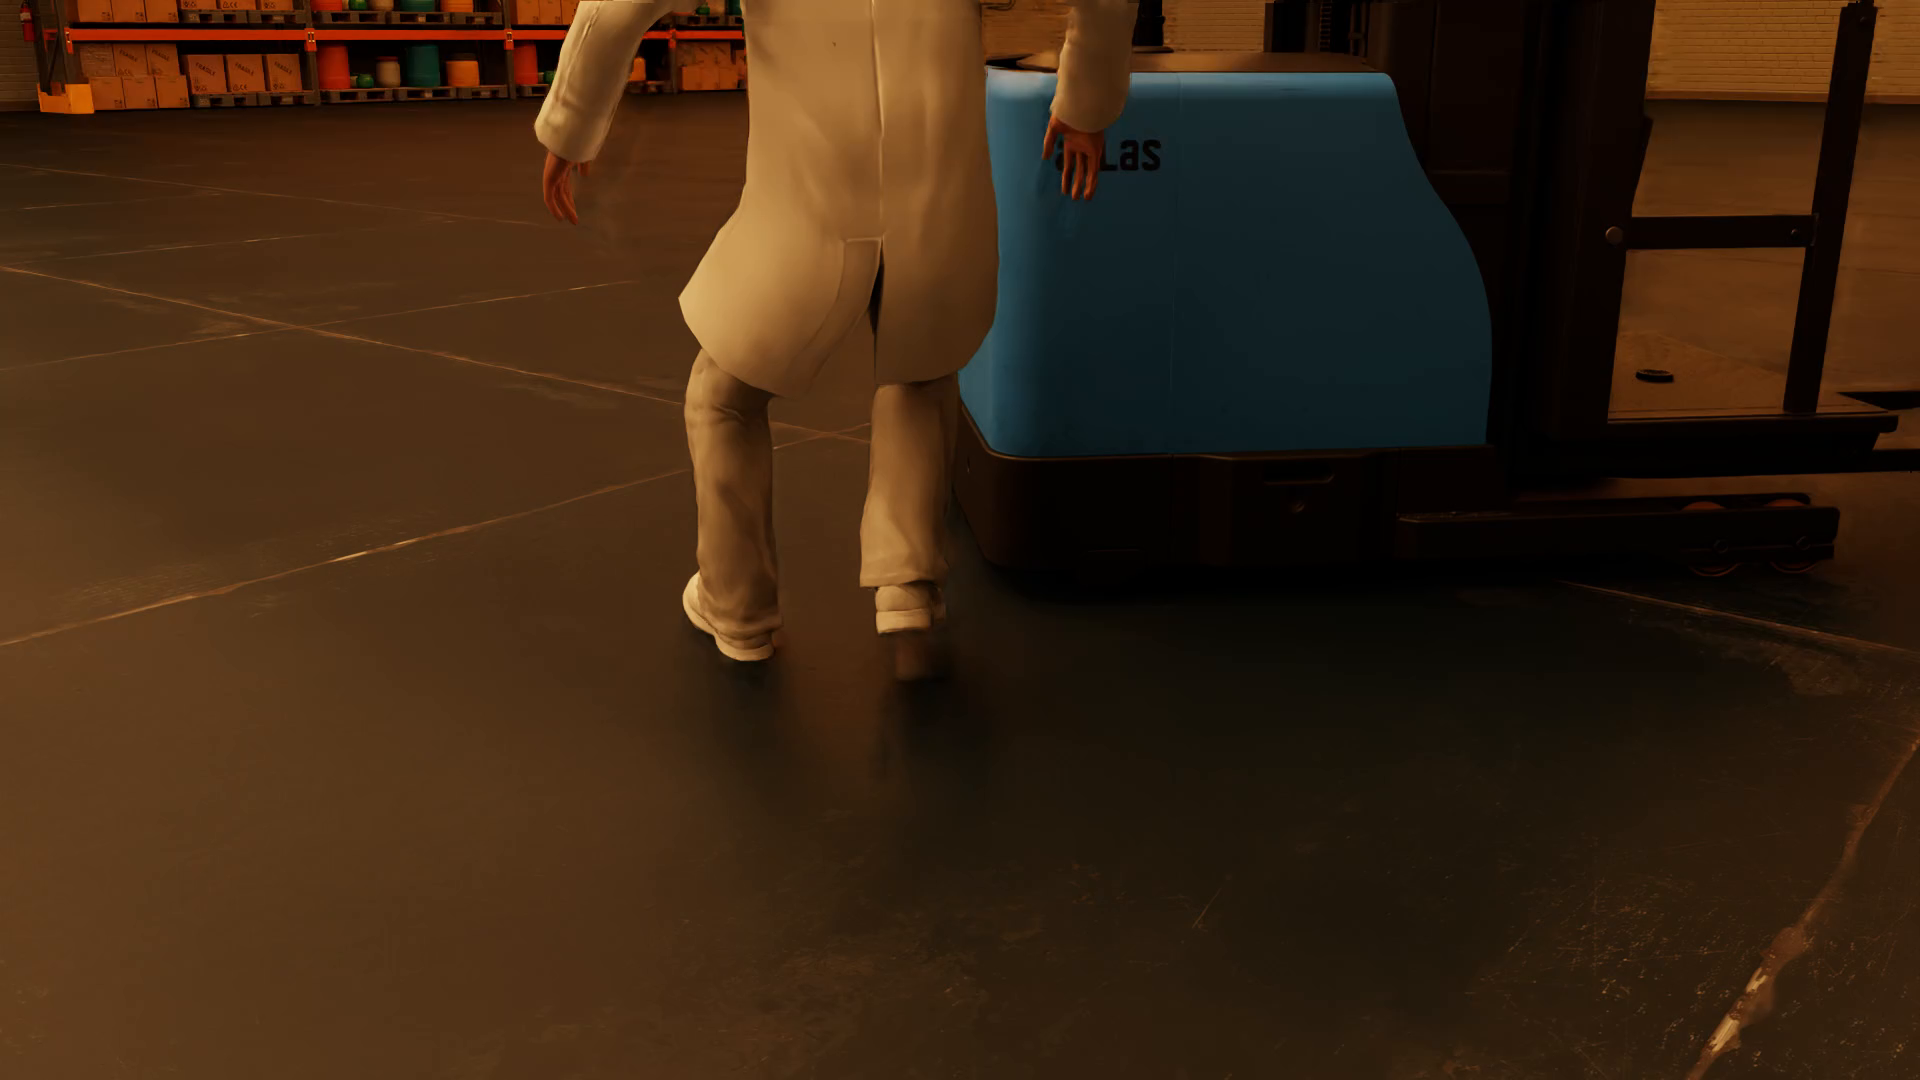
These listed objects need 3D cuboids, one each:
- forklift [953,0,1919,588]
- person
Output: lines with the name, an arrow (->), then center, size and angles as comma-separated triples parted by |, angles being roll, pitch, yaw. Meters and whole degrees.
forklift -> 1.505, -1.470, 3.739 | 3.031, 2.935, 1.130 | -2, 17, -7
person -> -0.217, -0.579, 2.978 | 1.027, 1.704, 0.716 | -4, 17, -12
